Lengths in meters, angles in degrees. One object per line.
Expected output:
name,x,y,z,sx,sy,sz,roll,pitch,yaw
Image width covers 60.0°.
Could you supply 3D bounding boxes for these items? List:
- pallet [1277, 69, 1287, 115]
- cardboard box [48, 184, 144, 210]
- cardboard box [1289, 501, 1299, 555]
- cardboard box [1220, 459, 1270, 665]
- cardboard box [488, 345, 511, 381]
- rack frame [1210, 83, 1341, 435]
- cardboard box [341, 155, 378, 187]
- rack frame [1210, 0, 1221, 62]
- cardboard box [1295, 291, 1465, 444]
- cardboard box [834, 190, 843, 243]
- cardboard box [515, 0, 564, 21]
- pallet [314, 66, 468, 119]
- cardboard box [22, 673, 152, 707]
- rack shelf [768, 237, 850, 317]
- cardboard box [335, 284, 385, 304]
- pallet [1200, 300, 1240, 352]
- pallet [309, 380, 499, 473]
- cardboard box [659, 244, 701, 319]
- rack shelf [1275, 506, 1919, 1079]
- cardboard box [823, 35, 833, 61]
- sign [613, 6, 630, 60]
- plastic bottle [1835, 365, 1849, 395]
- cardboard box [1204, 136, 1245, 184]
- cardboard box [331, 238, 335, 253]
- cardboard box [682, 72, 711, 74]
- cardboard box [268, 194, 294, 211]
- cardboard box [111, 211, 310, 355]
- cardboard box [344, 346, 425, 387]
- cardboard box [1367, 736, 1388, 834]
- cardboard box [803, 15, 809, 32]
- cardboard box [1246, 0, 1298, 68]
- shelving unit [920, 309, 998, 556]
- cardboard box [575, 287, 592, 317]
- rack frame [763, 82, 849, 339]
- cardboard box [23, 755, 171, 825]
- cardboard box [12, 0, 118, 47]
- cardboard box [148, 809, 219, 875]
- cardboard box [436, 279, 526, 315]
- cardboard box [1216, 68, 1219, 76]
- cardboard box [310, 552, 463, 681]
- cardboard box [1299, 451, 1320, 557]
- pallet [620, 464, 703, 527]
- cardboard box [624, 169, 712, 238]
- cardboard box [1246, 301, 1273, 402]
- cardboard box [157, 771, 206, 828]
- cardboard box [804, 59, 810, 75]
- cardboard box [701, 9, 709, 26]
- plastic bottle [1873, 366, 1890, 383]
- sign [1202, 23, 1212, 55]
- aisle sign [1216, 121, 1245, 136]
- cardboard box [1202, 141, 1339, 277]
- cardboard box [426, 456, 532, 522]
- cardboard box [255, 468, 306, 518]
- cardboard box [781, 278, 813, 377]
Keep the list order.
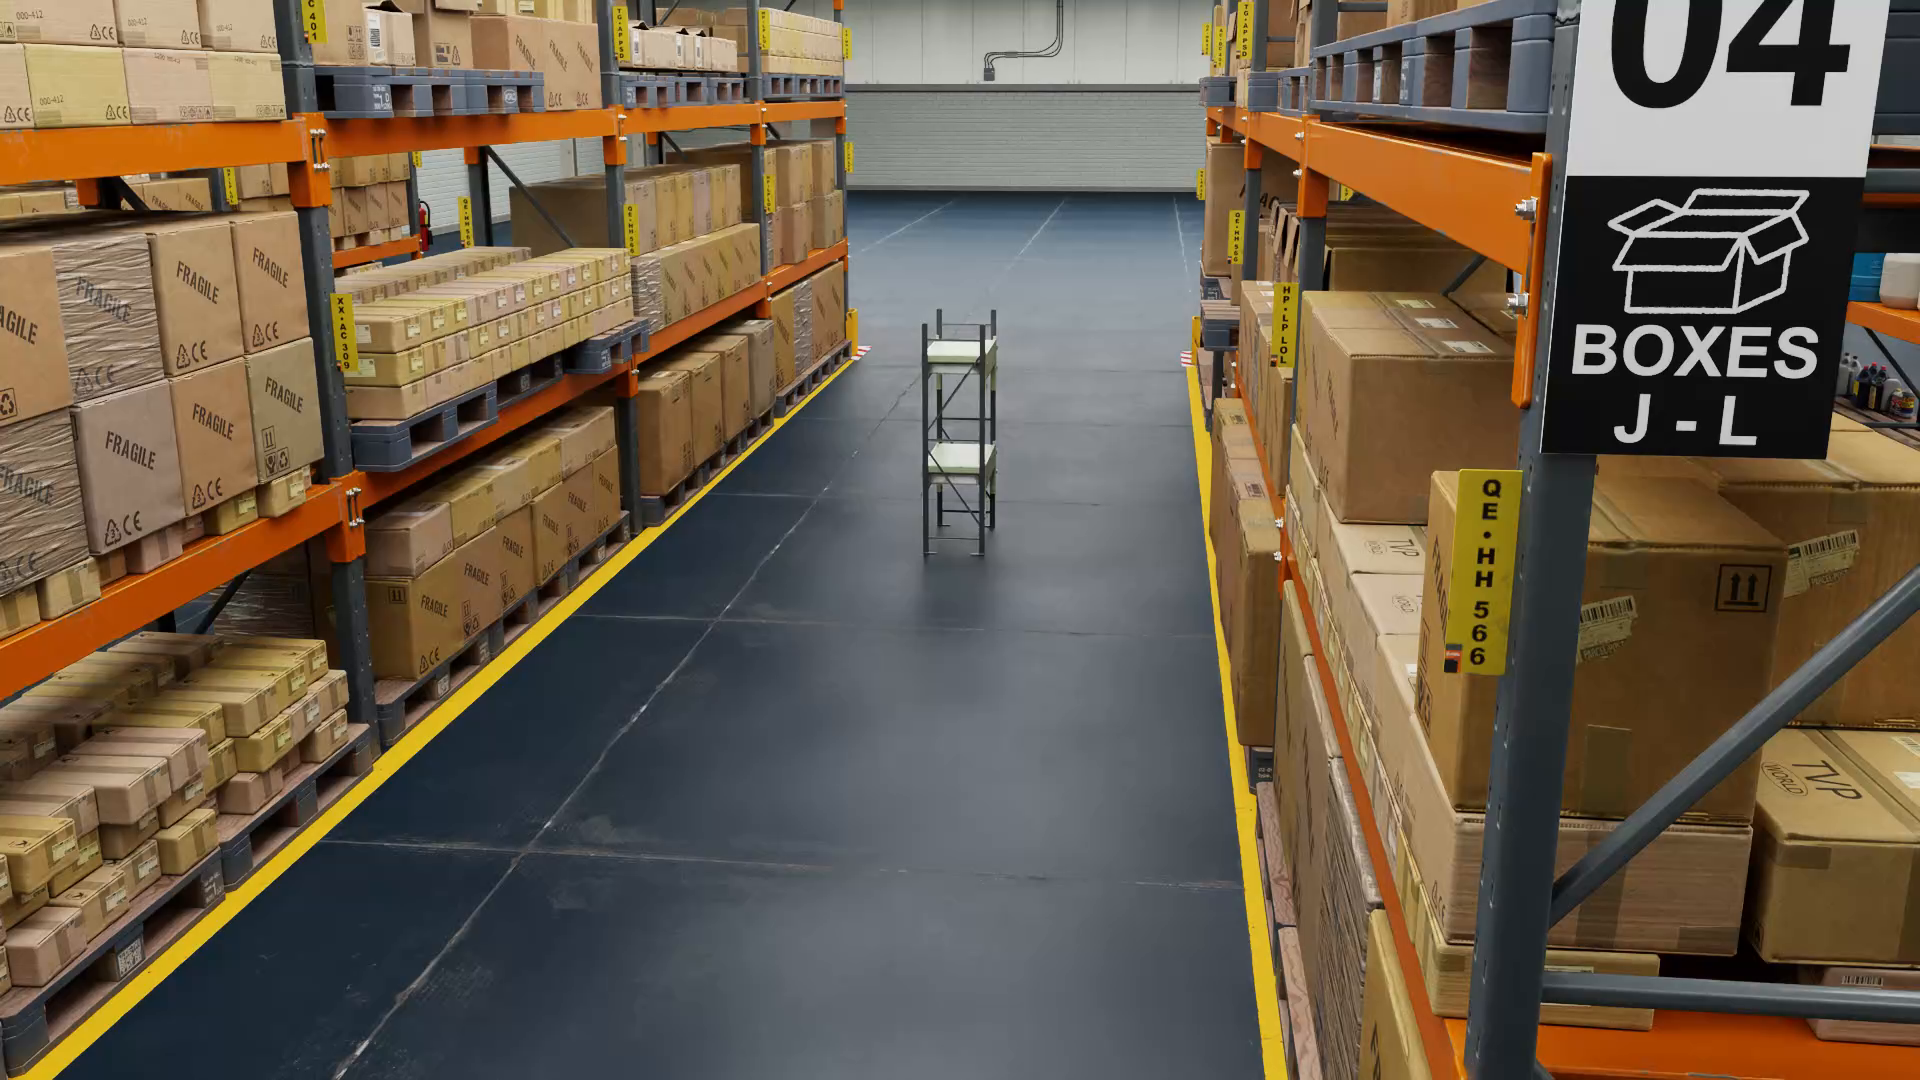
pallet,2.102,-2.228,8.271,1.003,0.211,1.213,2,15,9
cardboard box,-7.093,-2.665,13.706,0.500,0.500,0.500,2,15,8
cardboard box,1.400,-0.036,6.031,0.380,0.149,0.250,1,15,4
cardboard box,1.946,0.132,8.193,1.225,0.875,0.875,1,15,4
cardboard box,-2.506,-0.903,8.431,0.380,0.149,0.250,1,15,4
rack frame,2.697,-2.367,14.171,1.000,3.000,0.127,2,15,6
cardboard box,-6.559,-3.966,17.406,0.700,0.500,0.500,2,15,6
rack frame,3.148,-6.301,17.225,1.000,3.000,0.127,2,15,6
cardboard box,1.486,-0.609,5.949,0.500,0.500,0.500,2,15,6
cardboard box,-1.766,-3.552,18.264,0.875,0.550,0.550,2,15,6
cardboard box,-2.502,-3.122,9.557,0.396,0.266,0.258,2,15,6
pallet,-2.947,-1.979,7.348,1.213,0.211,1.003,2,15,6
cardboard box,-3.437,0.641,6.561,0.380,0.149,0.250,1,15,5
rack shelf,-1.995,-2.711,16.820,1.077,0.370,4.000,2,15,6
cardboard box,-3.150,-1.212,8.434,0.380,0.149,0.250,1,15,4
pallet,2.220,-1.425,11.054,1.213,0.211,1.003,2,15,6
pallet,-2.892,-0.566,7.877,1.003,0.211,1.213,2,15,6
cardboard box,-2.241,-1.922,12.331,0.500,0.500,0.500,2,15,6
rack shelf,1.568,0.573,4.673,1.077,0.370,4.000,2,15,6
cardboard box,-1.604,-5.083,17.187,0.500,0.250,0.500,2,15,6
sign,-2.133,-3.183,10.451,0.100,0.325,0.005,2,15,6
plastic bottle,8.041,-1.473,15.239,0.152,0.276,0.135,2,15,6
cardboard box,2.815,-3.945,17.327,0.500,0.500,0.500,2,15,6
cardboard box,-6.642,-3.008,17.021,0.380,0.149,0.250,2,15,6
cardboard box,-2.469,-4.287,15.007,0.380,0.149,0.250,2,15,7
cardboard box,-6.790,-3.088,16.074,0.500,0.500,0.500,2,15,6
cardboard box,-2.907,-1.010,6.472,0.500,0.500,0.500,1,15,4
cardboard box,-2.622,-0.779,7.402,0.380,0.149,0.250,2,15,7
cardboard box,1.142,0.566,3.802,0.380,0.149,0.250,2,15,7
cardboard box,-1.670,-4.981,16.049,0.380,0.149,0.250,2,15,6
cardboard box,2.051,-3.199,10.349,0.500,0.500,0.500,2,15,8
shelving unit,0.001,-0.726,10.973,0.431,1.500,0.755,2,15,6
cardboard box,-2.359,-1.383,9.638,0.380,0.149,0.250,2,15,6
rack frame,-1.769,-3.577,18.645,1.000,3.000,0.127,2,15,6
cardboard box,-2.979,0.862,5.746,0.380,0.149,0.250,1,15,4
cardboard box,-3.047,-1.685,5.229,0.500,0.250,0.500,2,15,9
cardboard box,-2.945,1.089,6.046,0.380,0.149,0.250,2,15,6
cardboard box,-2.477,-1.258,8.603,0.380,0.149,0.250,2,15,8
cardboard box,2.723,-4.643,16.365,0.380,0.149,0.250,2,15,6
cardboard box,-2.776,0.355,8.086,0.500,0.500,0.500,2,15,8
cardboard box,1.420,-0.121,5.580,0.500,0.250,0.500,2,15,6
pallet,-2.508,-0.359,12.083,1.003,0.211,1.213,2,15,6
cardboard box,-2.384,-2.677,13.209,0.700,0.500,0.500,2,15,7
cardboard box,1.810,-0.993,8.898,0.500,0.500,0.500,1,15,5
cardboard box,-3.009,0.925,6.080,0.380,0.149,0.250,2,15,8
cardboard box,-1.670,-4.596,16.153,0.380,0.149,0.250,2,15,7
cardboard box,-2.467,-4.672,14.906,0.380,0.149,0.250,2,15,6
plastic bottle,8.121,-1.352,14.649,0.144,0.351,0.185,2,15,8
sign,2.609,-5.291,17.561,0.100,0.325,0.005,2,15,6
aisle sign,2.857,-4.685,17.760,0.394,0.787,0.004,2,15,6
cardboard box,2.468,-2.658,13.291,1.000,1.000,1.000,2,15,7
cardboard box,-2.658,-0.277,8.988,0.500,0.250,0.500,2,15,8
cardboard box,-2.843,-0.193,6.609,0.380,0.149,0.250,1,15,5
cardboard box,-1.982,-2.112,16.491,0.875,0.875,0.875,2,15,7
